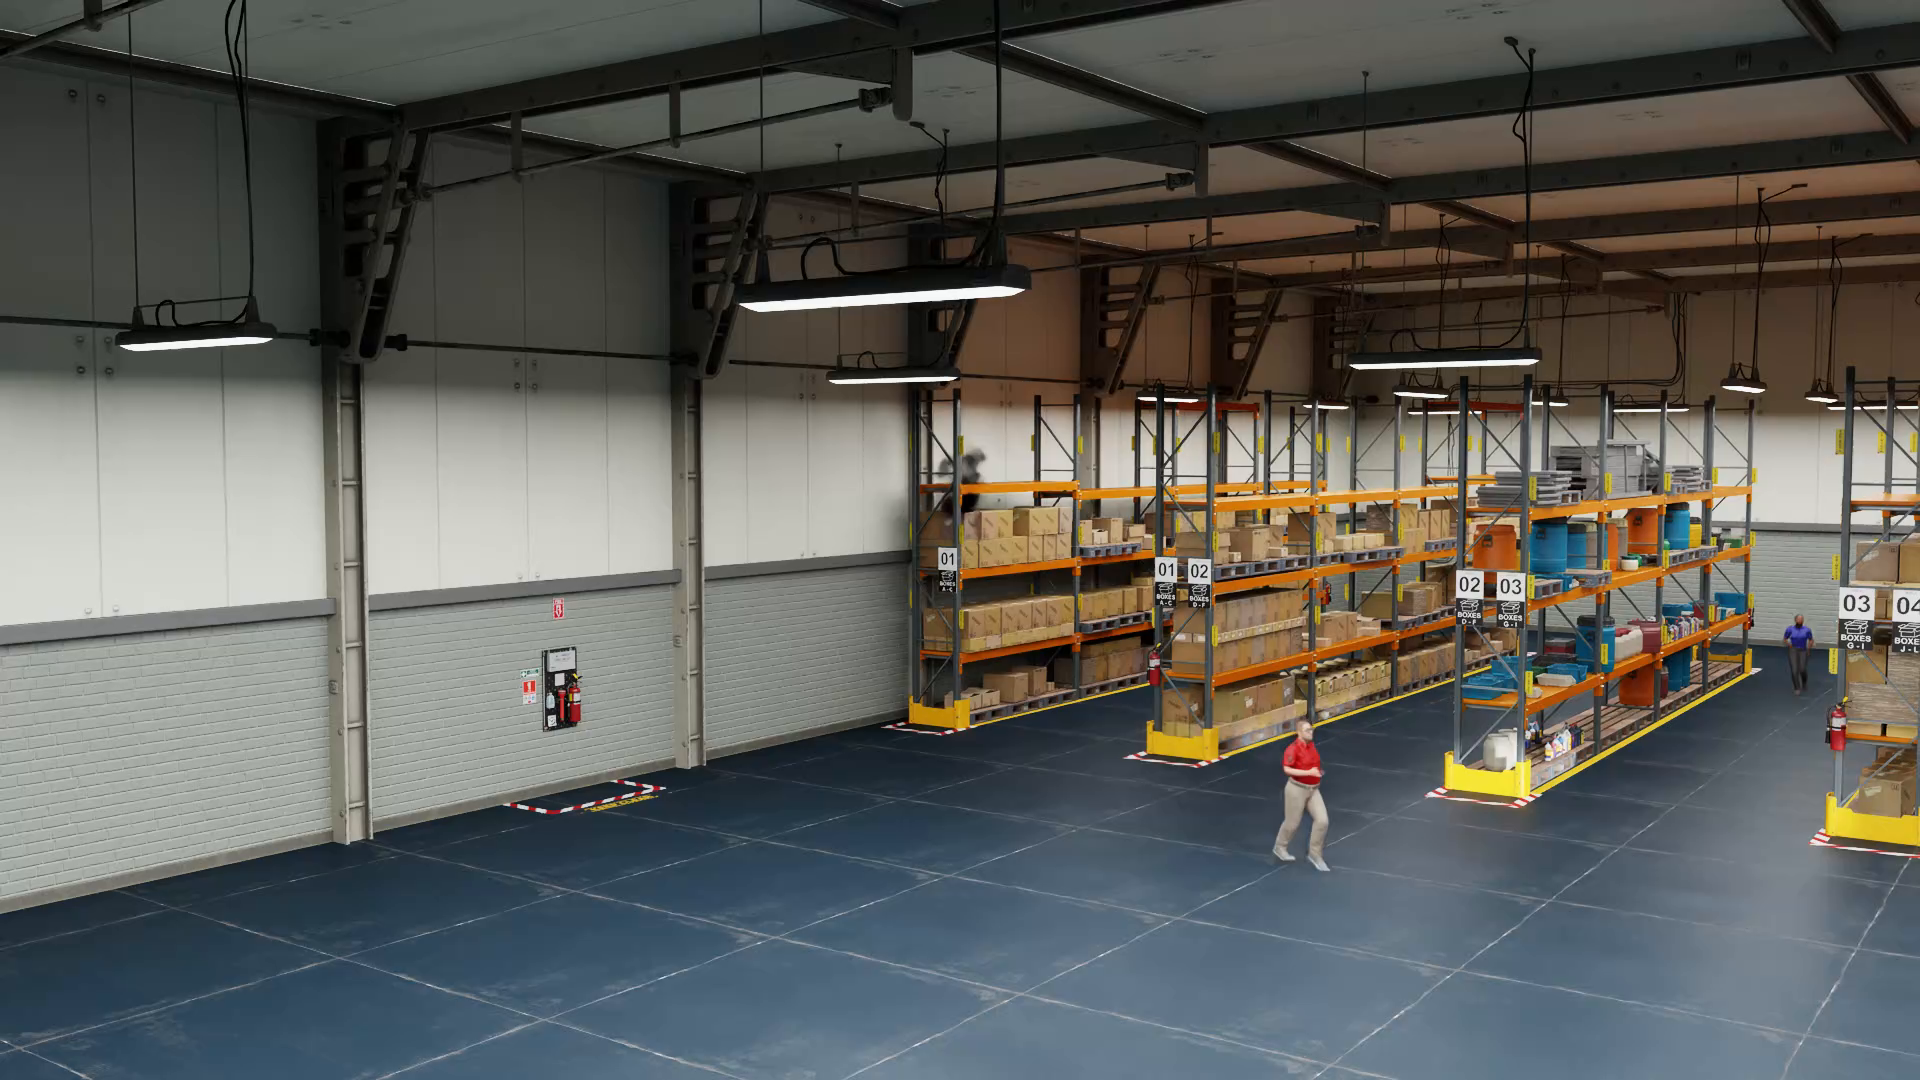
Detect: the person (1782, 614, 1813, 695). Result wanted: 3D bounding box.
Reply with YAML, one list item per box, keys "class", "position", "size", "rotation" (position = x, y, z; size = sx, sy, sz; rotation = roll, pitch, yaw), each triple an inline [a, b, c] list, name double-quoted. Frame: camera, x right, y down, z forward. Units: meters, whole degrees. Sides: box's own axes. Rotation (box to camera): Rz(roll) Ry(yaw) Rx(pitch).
- class: "person"
  position: [16.808, 2.297, 33.365]
  size: [0.563, 1.622, 0.551]
  rotation: [2, 4, 25]

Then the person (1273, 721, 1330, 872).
- class: "person"
  position: [4.038, 3.028, 19.672]
  size: [0.647, 1.795, 0.795]
  rotation: [-2, 4, -34]
